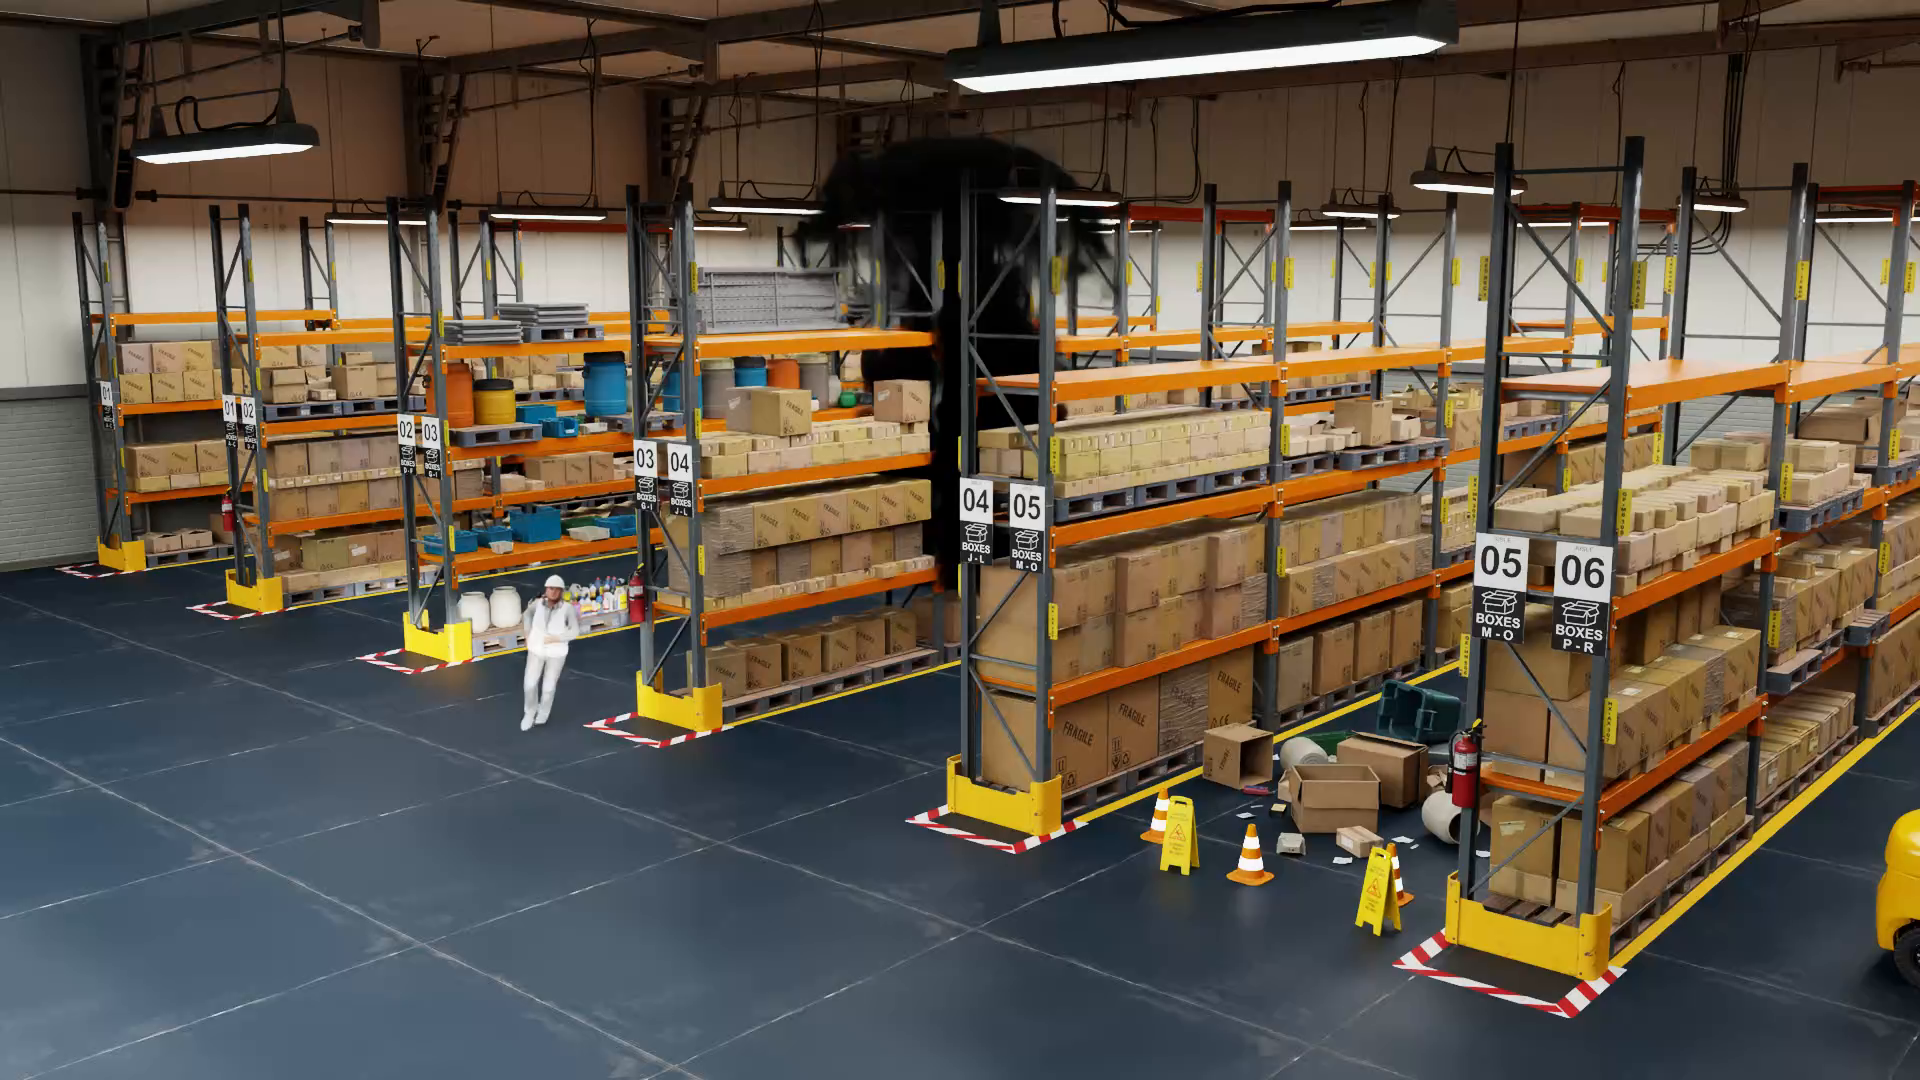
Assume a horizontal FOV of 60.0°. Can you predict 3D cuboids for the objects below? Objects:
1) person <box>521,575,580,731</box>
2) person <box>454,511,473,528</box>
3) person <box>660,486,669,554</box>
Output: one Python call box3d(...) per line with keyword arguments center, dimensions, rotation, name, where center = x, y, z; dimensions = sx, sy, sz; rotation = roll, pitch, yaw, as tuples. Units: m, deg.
box3d(center=(-4.575, 1.255, 18.539), dimensions=(0.697, 1.767, 0.639), rotation=(-1, 10, -5), name="person")
box3d(center=(-9.218, -0.701, 30.530), dimensions=(0.565, 1.660, 0.557), rotation=(7, 11, 34), name="person")
box3d(center=(-4.768, -0.209, 27.393), dimensions=(0.638, 1.681, 0.564), rotation=(8, 12, 40), name="person")
